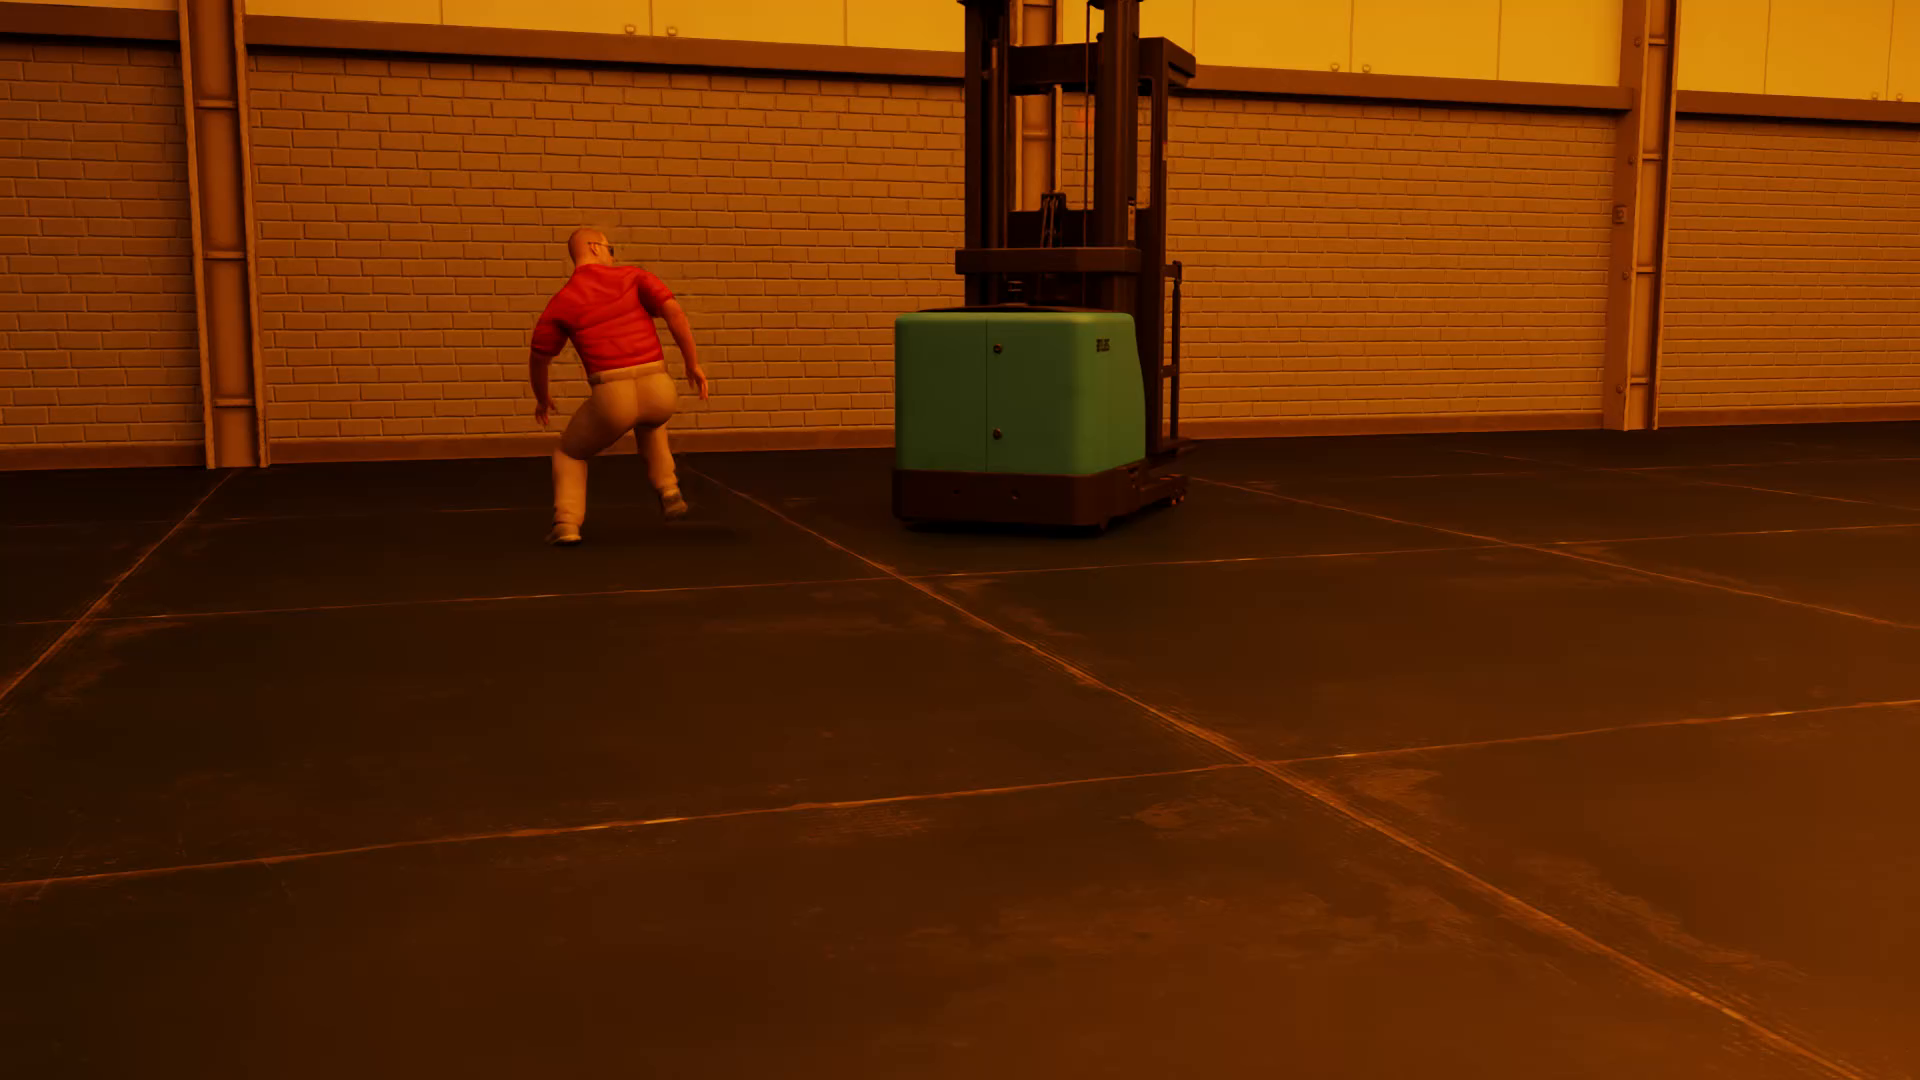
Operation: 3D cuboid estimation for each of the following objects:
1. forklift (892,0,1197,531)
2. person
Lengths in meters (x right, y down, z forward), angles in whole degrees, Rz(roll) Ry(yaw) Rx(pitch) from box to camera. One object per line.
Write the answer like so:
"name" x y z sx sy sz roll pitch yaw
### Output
"forklift" 0.664 -1.659 9.243 1.130 2.935 3.031 3 8 21
"person" -1.641 -0.729 7.951 0.801 1.502 0.679 -3 8 -21
